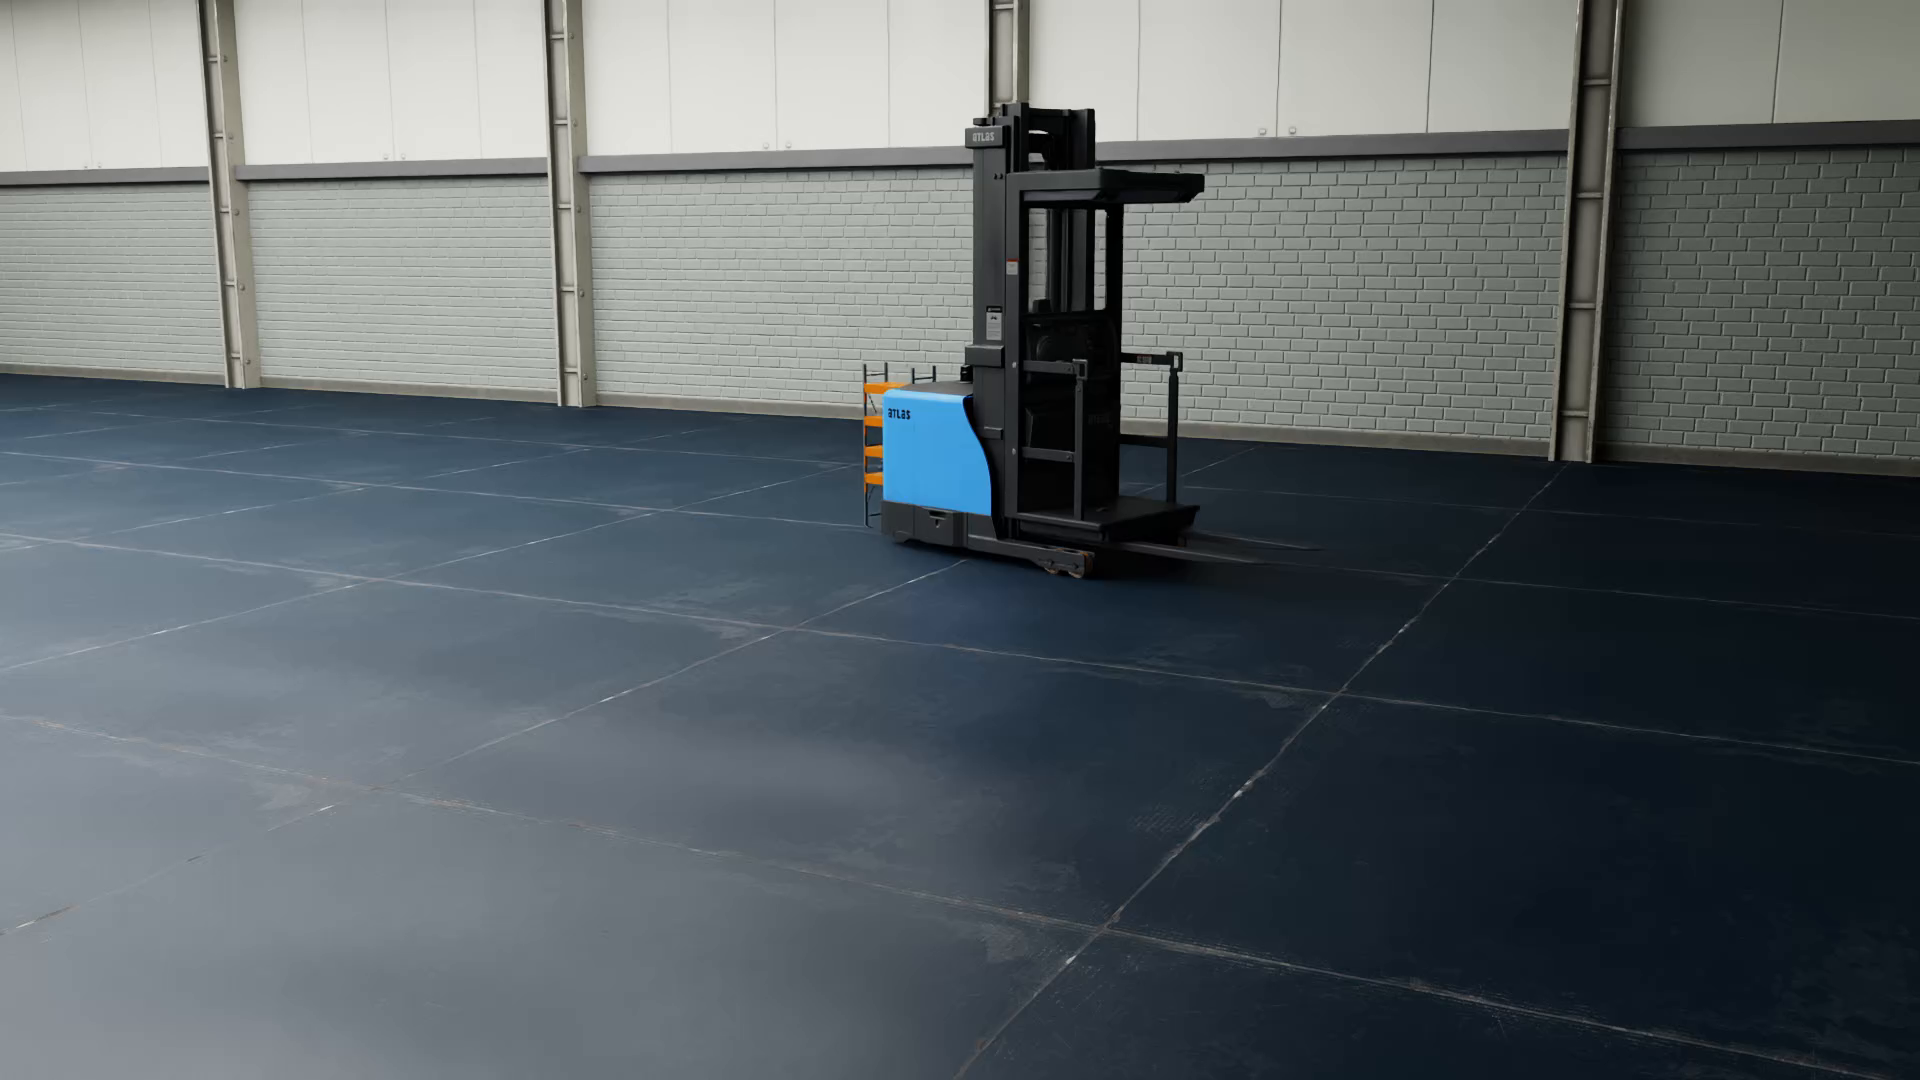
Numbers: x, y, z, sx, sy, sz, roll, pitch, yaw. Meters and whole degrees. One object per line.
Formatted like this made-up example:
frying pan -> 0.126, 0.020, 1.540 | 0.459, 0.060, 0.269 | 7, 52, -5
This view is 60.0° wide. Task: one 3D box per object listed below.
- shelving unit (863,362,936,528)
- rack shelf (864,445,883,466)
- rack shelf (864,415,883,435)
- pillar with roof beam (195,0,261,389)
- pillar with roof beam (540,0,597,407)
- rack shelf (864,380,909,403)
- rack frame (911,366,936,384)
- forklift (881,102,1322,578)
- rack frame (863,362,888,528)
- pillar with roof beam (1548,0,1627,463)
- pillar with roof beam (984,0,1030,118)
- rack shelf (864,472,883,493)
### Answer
shelving unit -> -0.437, -0.669, 12.056 | 0.503, 1.200, 0.258 | 9, 14, 42
rack shelf -> -0.437, -0.603, 12.068 | 0.480, 0.148, 0.258 | 9, 14, 42
rack shelf -> -0.437, -0.823, 12.028 | 0.480, 0.148, 0.258 | 9, 14, 42
pillar with roof beam -> -12.163, -5.929, 19.224 | 0.400, 9.000, 9.100 | 5, 11, 26
pillar with roof beam -> -6.782, -5.457, 16.612 | 0.400, 9.000, 9.100 | 5, 11, 26
rack shelf -> -0.437, -1.055, 11.986 | 0.480, 0.148, 0.258 | 9, 14, 42
rack frame -> -0.258, -0.639, 11.893 | 0.015, 1.200, 0.240 | 9, 14, 42
forklift -> 0.881, -1.309, 10.733 | 3.031, 2.935, 1.130 | 9, 14, 41
rack frame -> -0.617, -0.698, 12.219 | 0.015, 1.200, 0.240 | 9, 14, 42
pillar with roof beam -> 3.979, -4.511, 11.387 | 0.400, 9.000, 9.100 | 5, 11, 26
pillar with roof beam -> -1.401, -4.984, 13.999 | 0.400, 9.000, 9.100 | 5, 11, 26
rack shelf -> -0.437, -0.407, 12.104 | 0.480, 0.148, 0.258 | 9, 14, 42
